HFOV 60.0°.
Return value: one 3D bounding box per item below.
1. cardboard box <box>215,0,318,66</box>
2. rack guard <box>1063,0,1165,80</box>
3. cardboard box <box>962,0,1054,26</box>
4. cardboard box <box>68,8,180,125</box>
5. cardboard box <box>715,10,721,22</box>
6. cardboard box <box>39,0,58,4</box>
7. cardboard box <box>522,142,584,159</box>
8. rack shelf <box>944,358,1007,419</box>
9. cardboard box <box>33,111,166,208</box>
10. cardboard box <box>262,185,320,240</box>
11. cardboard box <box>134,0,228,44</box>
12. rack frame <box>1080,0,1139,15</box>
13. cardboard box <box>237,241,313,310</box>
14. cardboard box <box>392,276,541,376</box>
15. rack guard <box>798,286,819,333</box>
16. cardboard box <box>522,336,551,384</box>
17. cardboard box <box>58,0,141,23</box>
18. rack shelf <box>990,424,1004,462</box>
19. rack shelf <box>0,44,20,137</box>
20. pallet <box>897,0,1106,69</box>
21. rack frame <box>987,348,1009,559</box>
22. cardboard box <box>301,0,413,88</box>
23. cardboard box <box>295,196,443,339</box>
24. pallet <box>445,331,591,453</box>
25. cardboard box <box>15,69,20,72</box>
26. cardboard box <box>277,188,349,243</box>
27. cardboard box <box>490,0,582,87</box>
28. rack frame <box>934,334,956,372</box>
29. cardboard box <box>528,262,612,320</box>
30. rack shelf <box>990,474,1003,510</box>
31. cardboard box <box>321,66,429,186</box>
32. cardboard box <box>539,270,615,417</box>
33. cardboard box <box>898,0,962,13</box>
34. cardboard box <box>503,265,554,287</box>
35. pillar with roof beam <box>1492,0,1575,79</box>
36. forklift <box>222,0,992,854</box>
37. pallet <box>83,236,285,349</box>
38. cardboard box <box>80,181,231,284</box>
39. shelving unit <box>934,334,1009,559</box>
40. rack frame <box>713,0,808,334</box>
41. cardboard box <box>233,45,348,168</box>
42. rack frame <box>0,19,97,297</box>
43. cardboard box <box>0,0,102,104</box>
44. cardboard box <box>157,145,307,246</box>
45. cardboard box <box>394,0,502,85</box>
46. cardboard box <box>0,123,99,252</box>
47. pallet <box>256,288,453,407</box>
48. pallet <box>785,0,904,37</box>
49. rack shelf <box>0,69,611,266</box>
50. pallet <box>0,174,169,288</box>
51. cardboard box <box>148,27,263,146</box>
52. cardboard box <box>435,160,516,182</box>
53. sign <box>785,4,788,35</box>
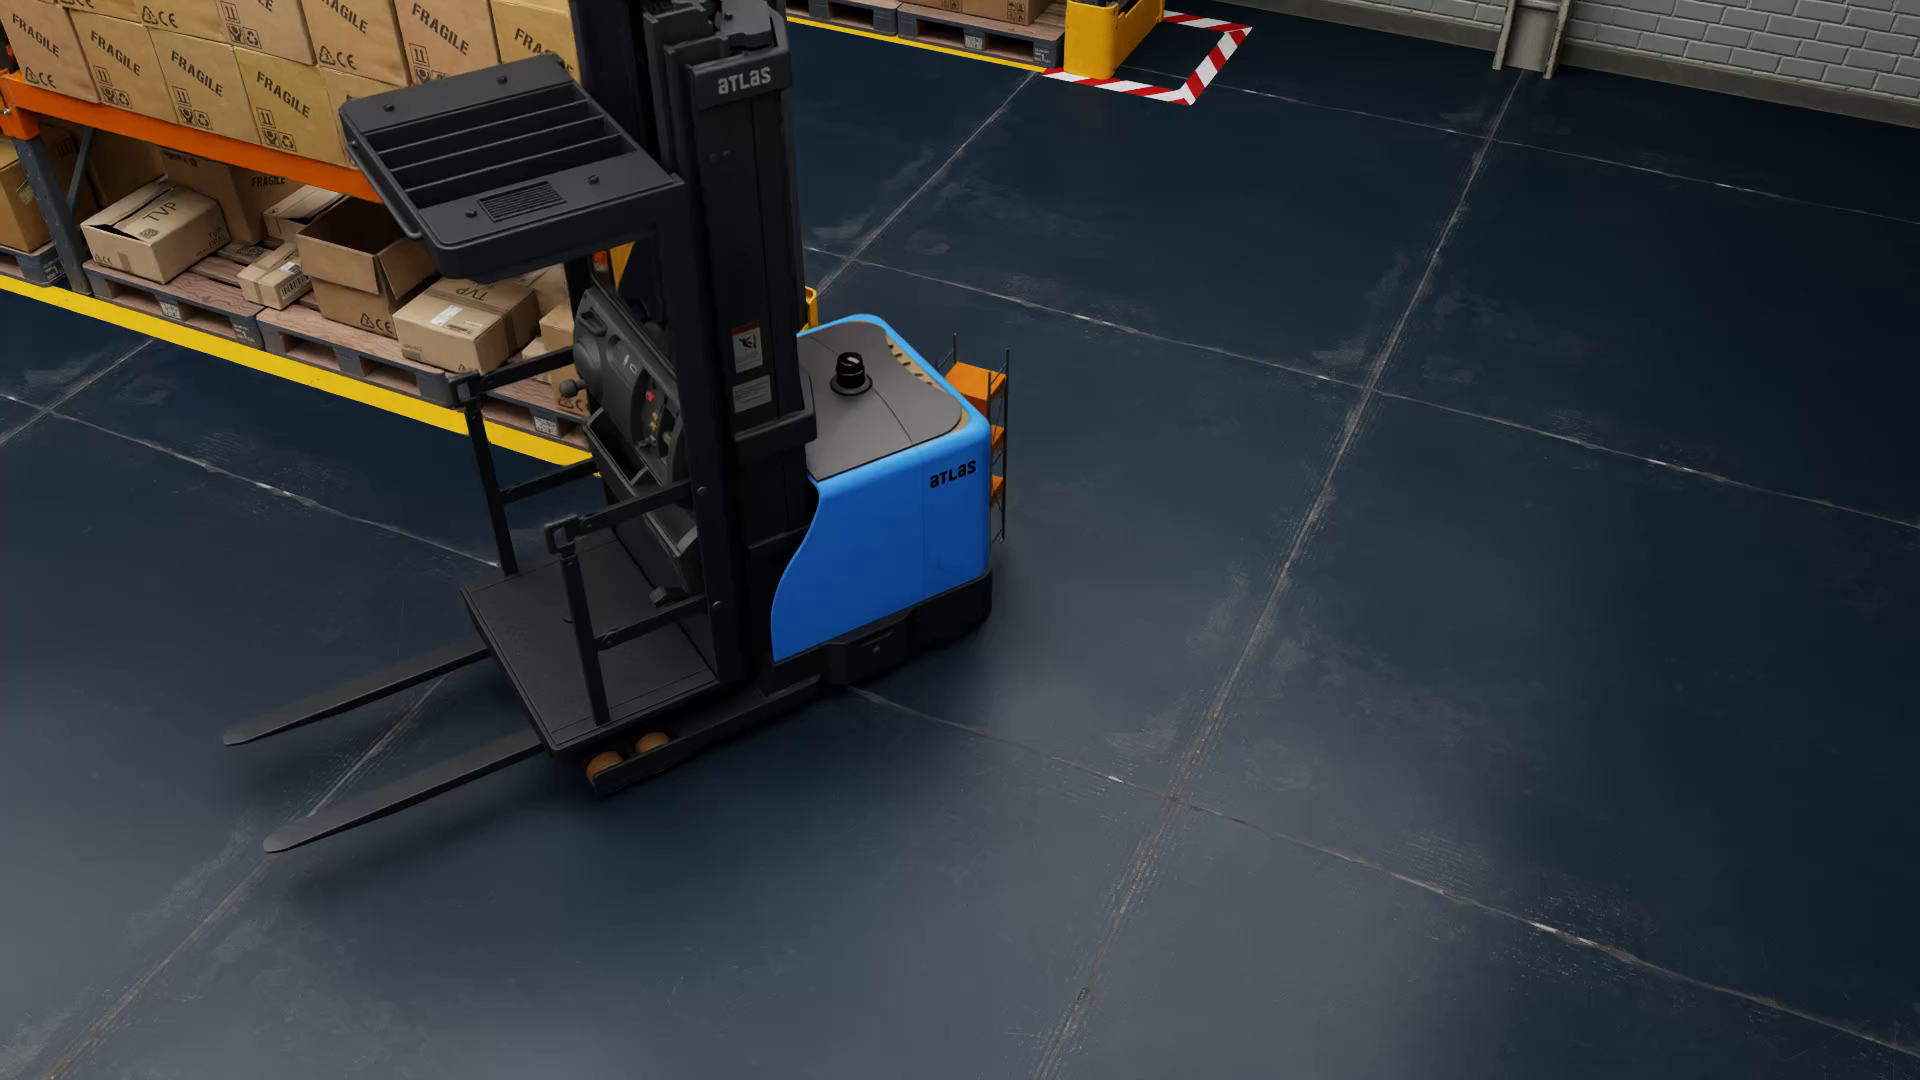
[{"bbox_3d":[-2.943,-2.479,7.364,0.500,0.500,0.500,18,44,20],"label":"cardboard box"},{"bbox_3d":[1.085,-3.671,11.488,0.348,0.500,1.175,17,44,19],"label":"rack guard"},{"bbox_3d":[0.387,-3.971,11.513,0.500,0.500,0.700,17,44,19],"label":"cardboard box"},{"bbox_3d":[-3.841,-2.384,8.018,0.500,0.500,0.500,18,44,19],"label":"cardboard box"},{"bbox_3d":[-1.318,-2.376,7.245,0.500,0.500,0.500,18,44,20],"label":"cardboard box"},{"bbox_3d":[-4.345,-2.907,7.858,0.500,0.500,0.500,18,44,20],"label":"cardboard box"},{"bbox_3d":[-1.549,-1.681,7.207,0.500,0.500,0.500,18,44,20],"label":"cardboard box"},{"bbox_3d":[0.050,-0.589,7.095,0.240,0.259,0.215,17,44,19],"label":"rack shelf"},{"bbox_3d":[-4.988,-2.289,9.557,0.500,0.500,0.500,15,43,17],"label":"cardboard box"},{"bbox_3d":[-3.651,-1.820,9.284,0.250,0.149,0.380,17,44,19],"label":"cardboard box"},{"bbox_3d":[-3.411,-2.622,7.529,0.500,0.500,0.500,16,43,17],"label":"cardboard box"},{"bbox_3d":[1.063,-4.622,10.677,0.127,3.000,1.000,17,44,19],"label":"rack frame"},{"bbox_3d":[-3.576,-1.406,8.793,0.250,0.166,0.380,17,44,19],"label":"cardboard box"},{"bbox_3d":[-2.473,-1.094,8.369,0.500,0.250,0.500,17,44,19],"label":"cardboard box"},{"bbox_3d":[-1.097,-0.758,8.126,0.348,0.500,1.175,17,44,19],"label":"rack guard"},{"bbox_3d":[-1.954,-0.947,8.263,0.250,0.166,0.380,17,44,19],"label":"cardboard box"},{"bbox_3d":[-3.877,-2.764,7.693,0.500,0.500,0.500,16,43,17],"label":"cardboard box"},{"bbox_3d":[0.050,-0.374,7.280,0.240,0.259,0.215,17,44,19],"label":"rack shelf"},{"bbox_3d":[-6.465,-3.071,9.436,4.000,0.370,1.077,17,44,19],"label":"rack shelf"},{"bbox_3d":[0.306,-3.744,11.792,1.213,0.211,1.003,17,44,19],"label":"pallet"},{"bbox_3d":[0.160,-0.348,7.234,0.008,1.050,0.200,17,44,19],"label":"rack frame"},{"bbox_3d":[-2.477,-2.337,7.200,0.500,0.500,0.500,18,44,20],"label":"cardboard box"},{"bbox_3d":[-2.948,-1.495,8.638,0.637,0.503,0.797,17,44,19],"label":"cardboard box"},{"bbox_3d":[-1.819,-0.869,8.475,1.213,0.211,1.003,17,44,19],"label":"pallet"},{"bbox_3d":[-5.476,-2.430,9.720,0.500,0.500,0.500,18,44,19],"label":"cardboard box"},{"bbox_3d":[-3.337,-1.742,9.070,0.500,0.311,0.500,17,44,19],"label":"cardboard box"},{"bbox_3d":[-1.547,-2.057,6.877,0.500,0.500,0.500,17,44,18],"label":"cardboard box"},{"bbox_3d":[-0.061,-0.416,7.313,0.008,1.050,0.200,17,44,19],"label":"rack frame"},{"bbox_3d":[-1.854,-1.266,8.568,0.500,0.250,0.500,17,44,19],"label":"cardboard box"},{"bbox_3d":[0.050,-0.164,7.462,0.240,0.259,0.215,17,44,19],"label":"rack shelf"},{"bbox_3d":[-2.470,-1.964,7.534,0.500,0.500,0.500,17,44,19],"label":"cardboard box"},{"bbox_3d":[-1.625,-0.907,7.963,0.500,0.500,0.500,17,44,19],"label":"cardboard box"},{"bbox_3d":[-0.067,-4.110,11.673,0.500,0.500,0.700,17,44,19],"label":"cardboard box"},{"bbox_3d":[-2.307,-1.404,8.727,0.500,0.250,0.500,17,44,19],"label":"cardboard box"},{"bbox_3d":[2.056,-4.100,5.494,0.400,9.000,9.100,17,44,19],"label":"pillar with roof beam"},{"bbox_3d":[-1.388,-0.516,5.991,3.031,2.935,1.130,-22,46,-23],"label":"forklift"},{"bbox_3d":[-4.031,-1.544,9.255,1.213,0.211,1.003,17,44,19],"label":"pallet"},{"bbox_3d":[-4.364,-1.694,9.016,0.500,0.311,0.500,17,44,19],"label":"cardboard box"},{"bbox_3d":[0.050,-0.382,7.273,0.252,1.050,0.215,17,44,19],"label":"shelving unit"},{"bbox_3d":[-1.028,-1.681,7.283,0.127,3.000,1.000,17,44,19],"label":"rack frame"},{"bbox_3d":[-2.927,-2.104,7.695,0.500,0.500,0.500,16,44,18],"label":"cardboard box"},{"bbox_3d":[-4.653,-2.789,8.561,0.127,3.000,1.000,17,44,19],"label":"rack frame"},{"bbox_3d":[-4.306,-2.524,8.179,0.500,0.500,0.500,18,44,20],"label":"cardboard box"},{"bbox_3d":[-4.016,-2.021,9.248,0.500,0.500,0.500,17,44,19],"label":"cardboard box"},{"bbox_3d":[-2.005,-2.196,7.038,0.500,0.500,0.500,18,44,20],"label":"cardboard box"},{"bbox_3d":[-5.221,-1.977,9.197,0.500,0.500,0.500,17,44,18],"label":"cardboard box"},{"bbox_3d":[-2.921,-1.207,8.866,1.213,0.211,1.003,17,44,19],"label":"pallet"},{"bbox_3d":[-0.796,-4.082,12.183,1.213,0.211,1.003,17,44,19],"label":"pallet"},{"bbox_3d":[-2.840,-1.963,8.158,4.000,0.370,1.077,17,44,19],"label":"rack shelf"},{"bbox_3d":[-5.406,-1.938,9.709,1.213,0.211,1.003,17,44,19],"label":"pallet"},{"bbox_3d":[-3.388,-2.244,7.856,0.500,0.500,0.500,17,44,18],"label":"cardboard box"},{"bbox_3d":[-2.020,-1.823,7.371,0.500,0.500,0.500,17,44,19],"label":"cardboard box"},{"bbox_3d":[-0.798,-2.330,7.371,0.005,0.325,0.100,17,44,19],"label":"sign"}]
